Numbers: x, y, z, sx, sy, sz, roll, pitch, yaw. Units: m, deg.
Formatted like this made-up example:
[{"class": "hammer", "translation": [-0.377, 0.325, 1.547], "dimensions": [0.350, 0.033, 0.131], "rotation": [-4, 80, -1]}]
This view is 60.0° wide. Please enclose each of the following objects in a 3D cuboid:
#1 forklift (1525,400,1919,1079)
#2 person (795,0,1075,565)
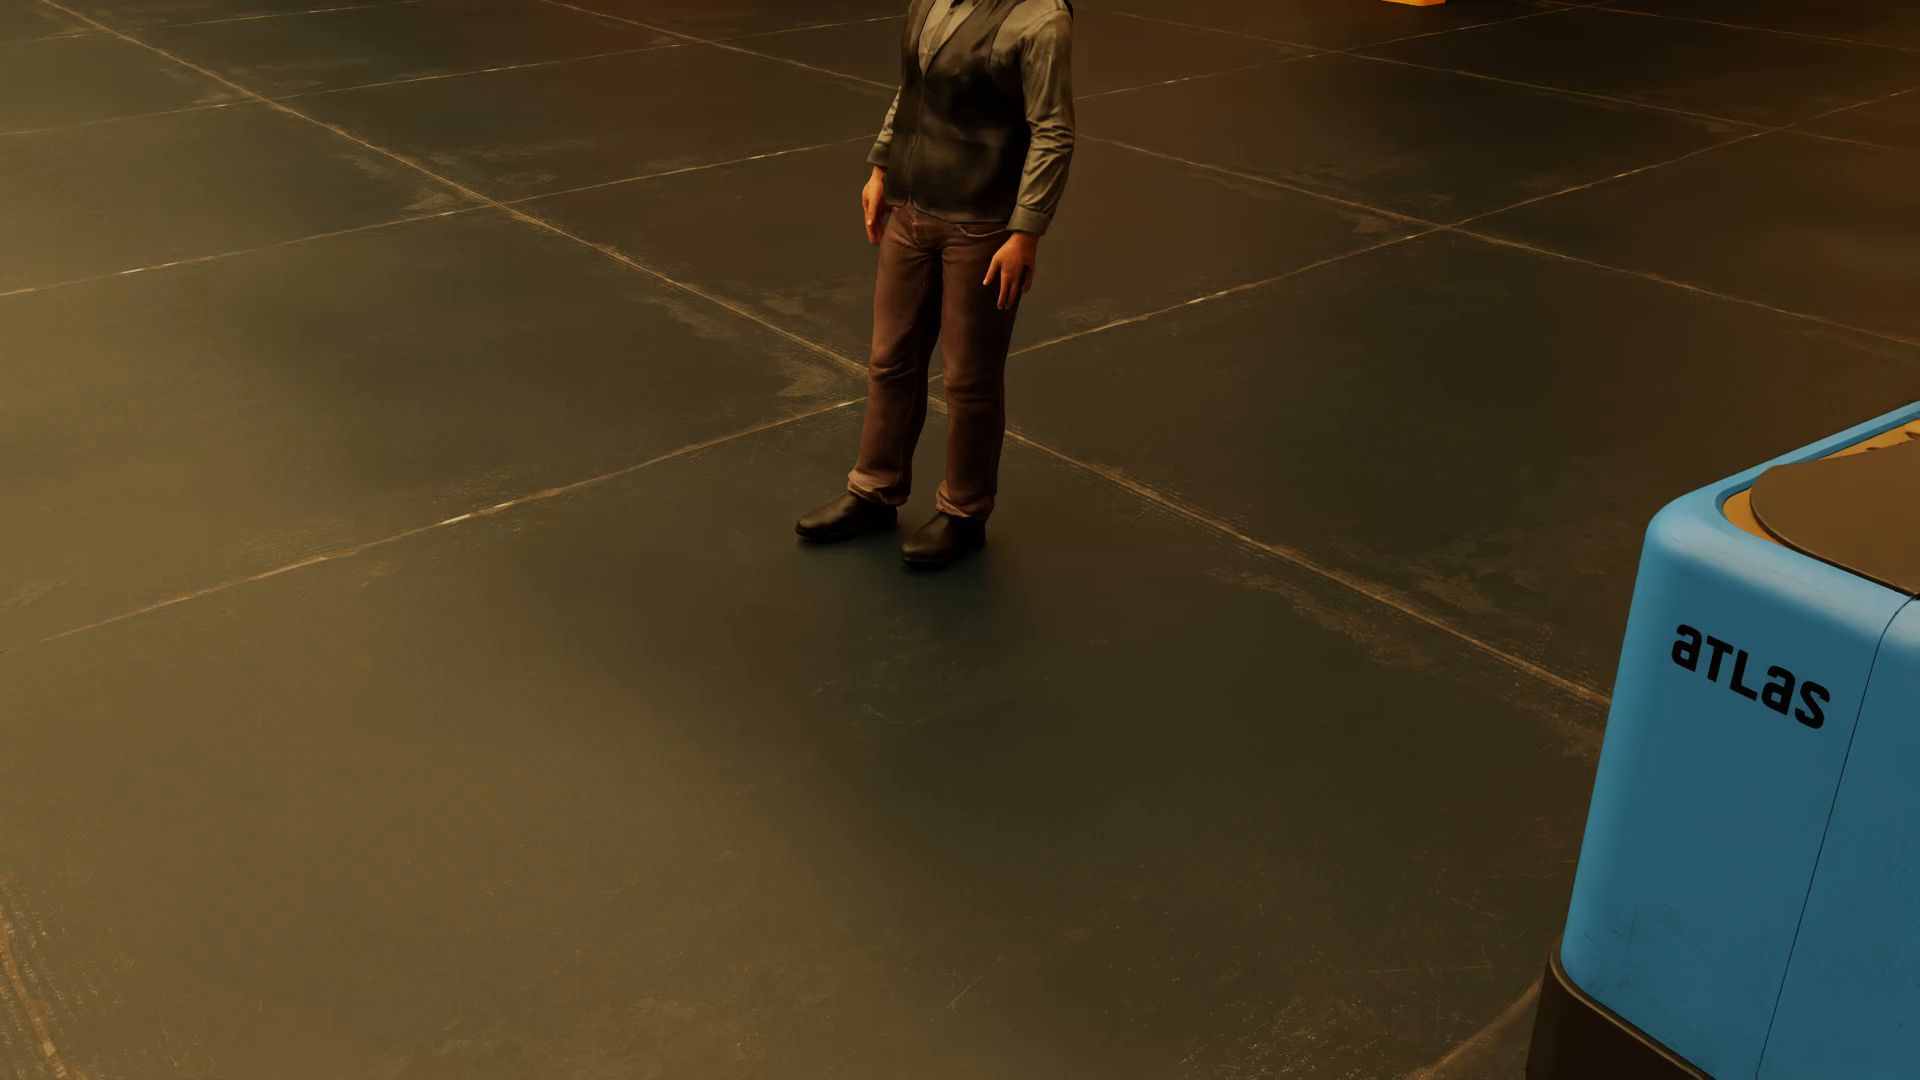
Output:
[{"class": "forklift", "translation": [2.144, 0.019, 1.164], "dimensions": [1.130, 2.935, 3.031], "rotation": [-17, 31, -31]}, {"class": "person", "translation": [-0.053, -0.763, 4.085], "dimensions": [0.568, 1.720, 0.632], "rotation": [-20, 33, -35]}]
